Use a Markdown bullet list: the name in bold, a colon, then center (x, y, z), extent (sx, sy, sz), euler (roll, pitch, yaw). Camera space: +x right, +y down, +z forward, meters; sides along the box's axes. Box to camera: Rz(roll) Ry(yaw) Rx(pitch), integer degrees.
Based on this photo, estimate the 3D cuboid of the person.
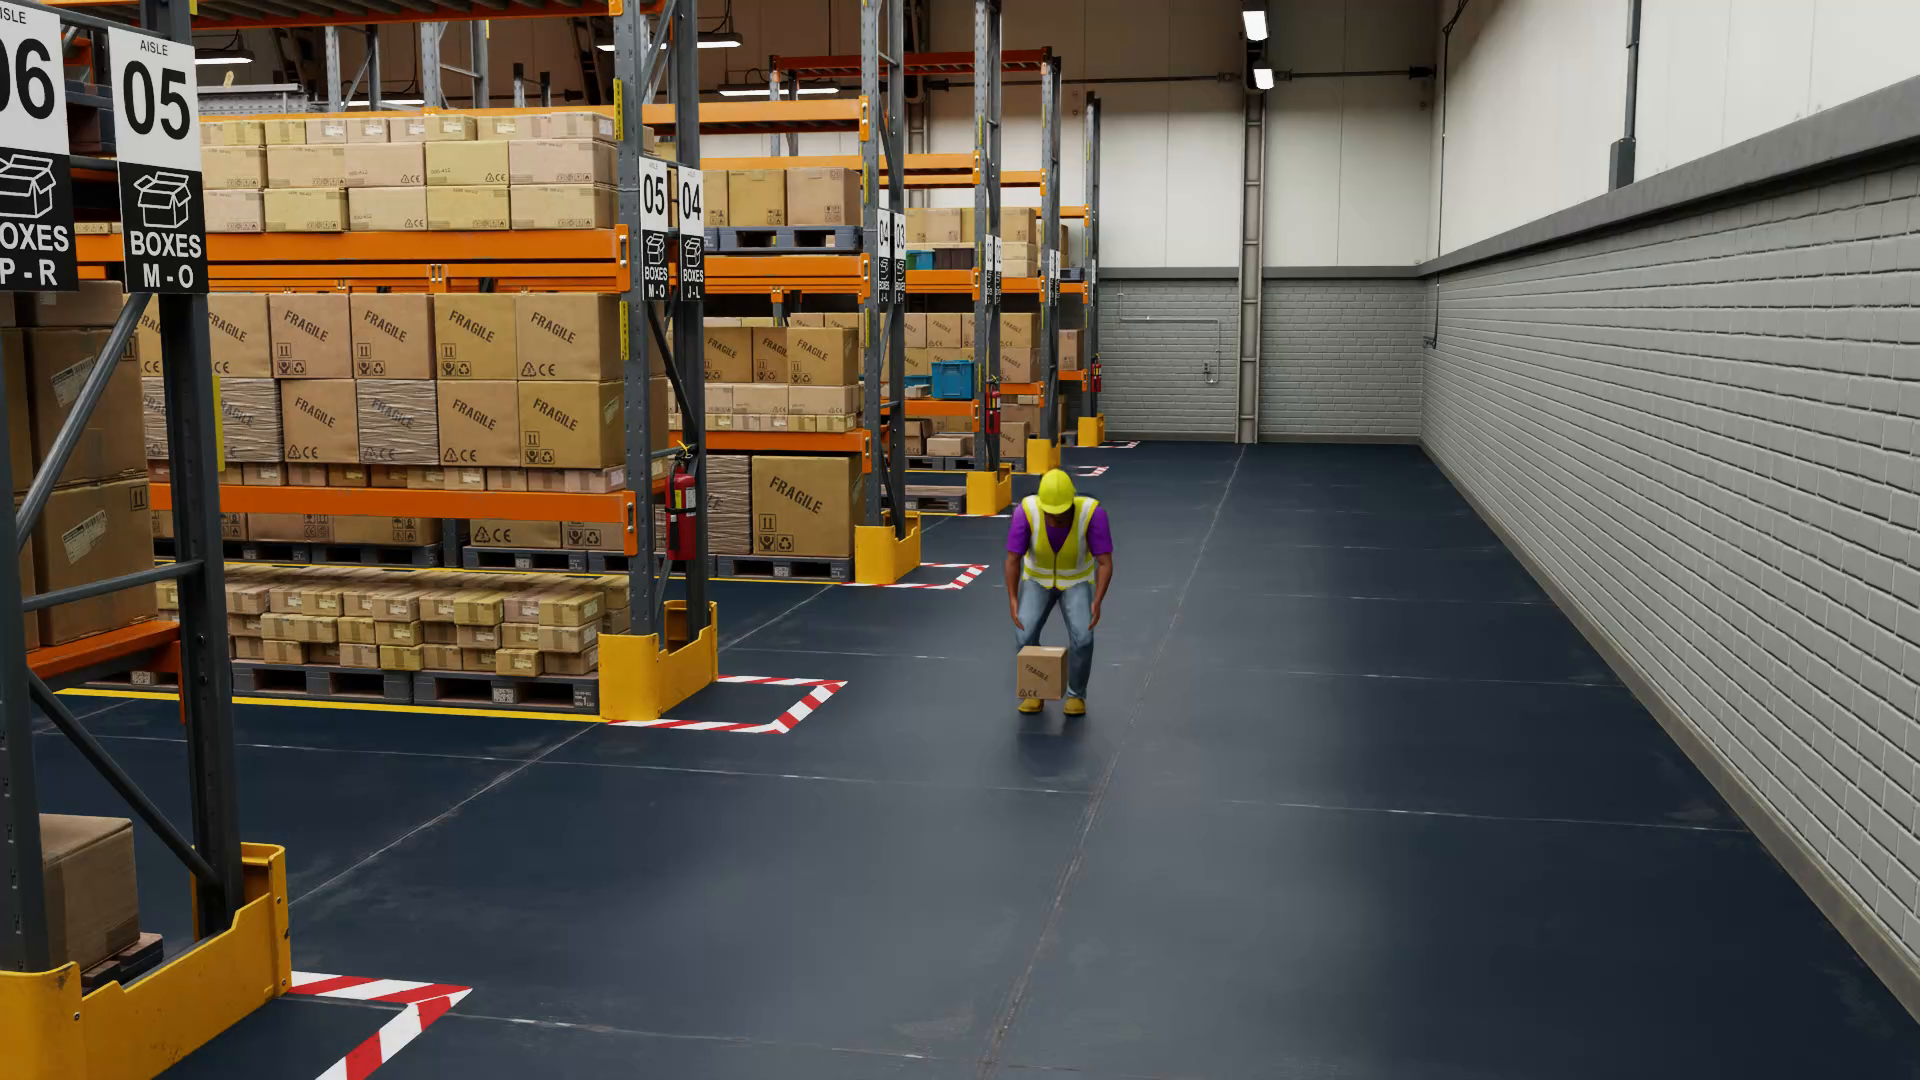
- **person**: center (0.589, 0.293, 9.734), extent (0.630, 1.459, 0.727), euler (2, 8, 11)
